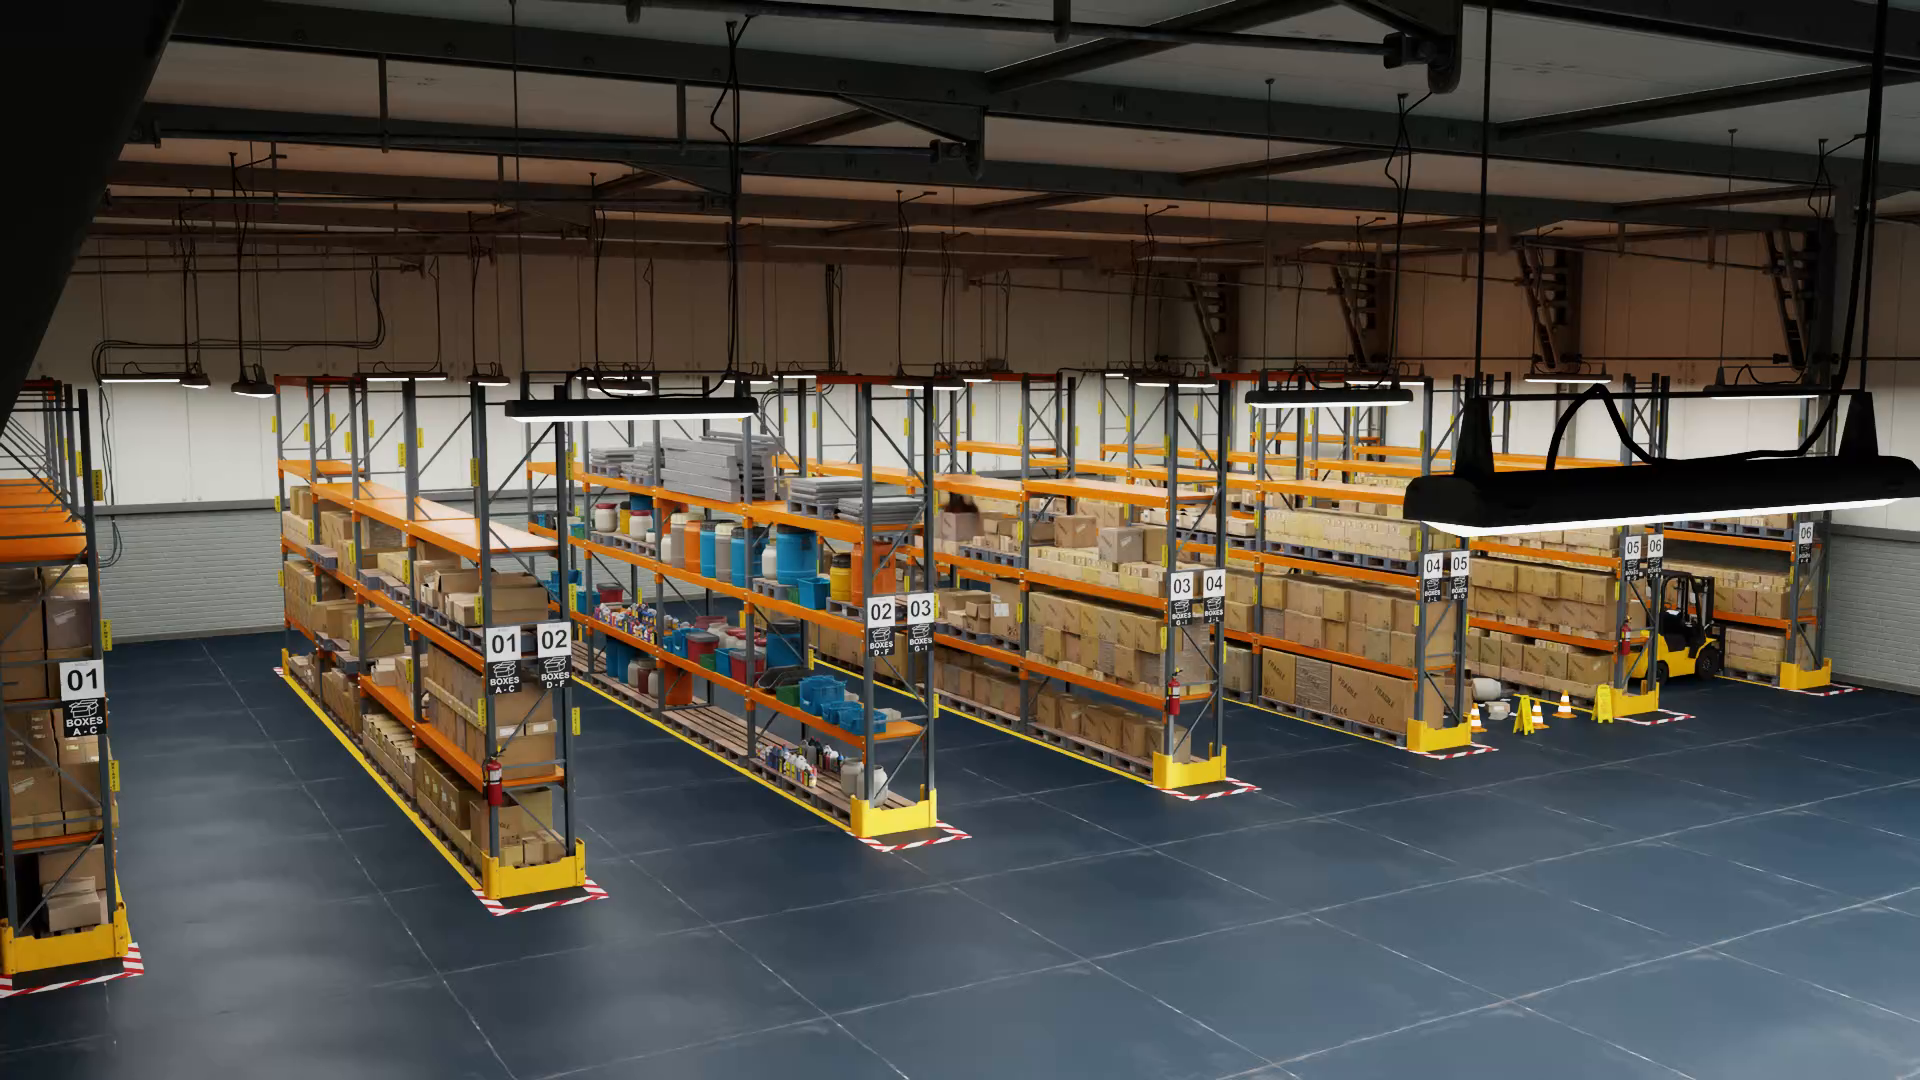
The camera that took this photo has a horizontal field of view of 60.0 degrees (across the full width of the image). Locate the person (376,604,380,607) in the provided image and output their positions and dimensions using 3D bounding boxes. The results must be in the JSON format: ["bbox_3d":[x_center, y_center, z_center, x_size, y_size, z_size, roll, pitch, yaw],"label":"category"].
[{"bbox_3d":[-11.961,1.403,34.628,0.361,0.520,0.480,5,8,37],"label":"person"}]
